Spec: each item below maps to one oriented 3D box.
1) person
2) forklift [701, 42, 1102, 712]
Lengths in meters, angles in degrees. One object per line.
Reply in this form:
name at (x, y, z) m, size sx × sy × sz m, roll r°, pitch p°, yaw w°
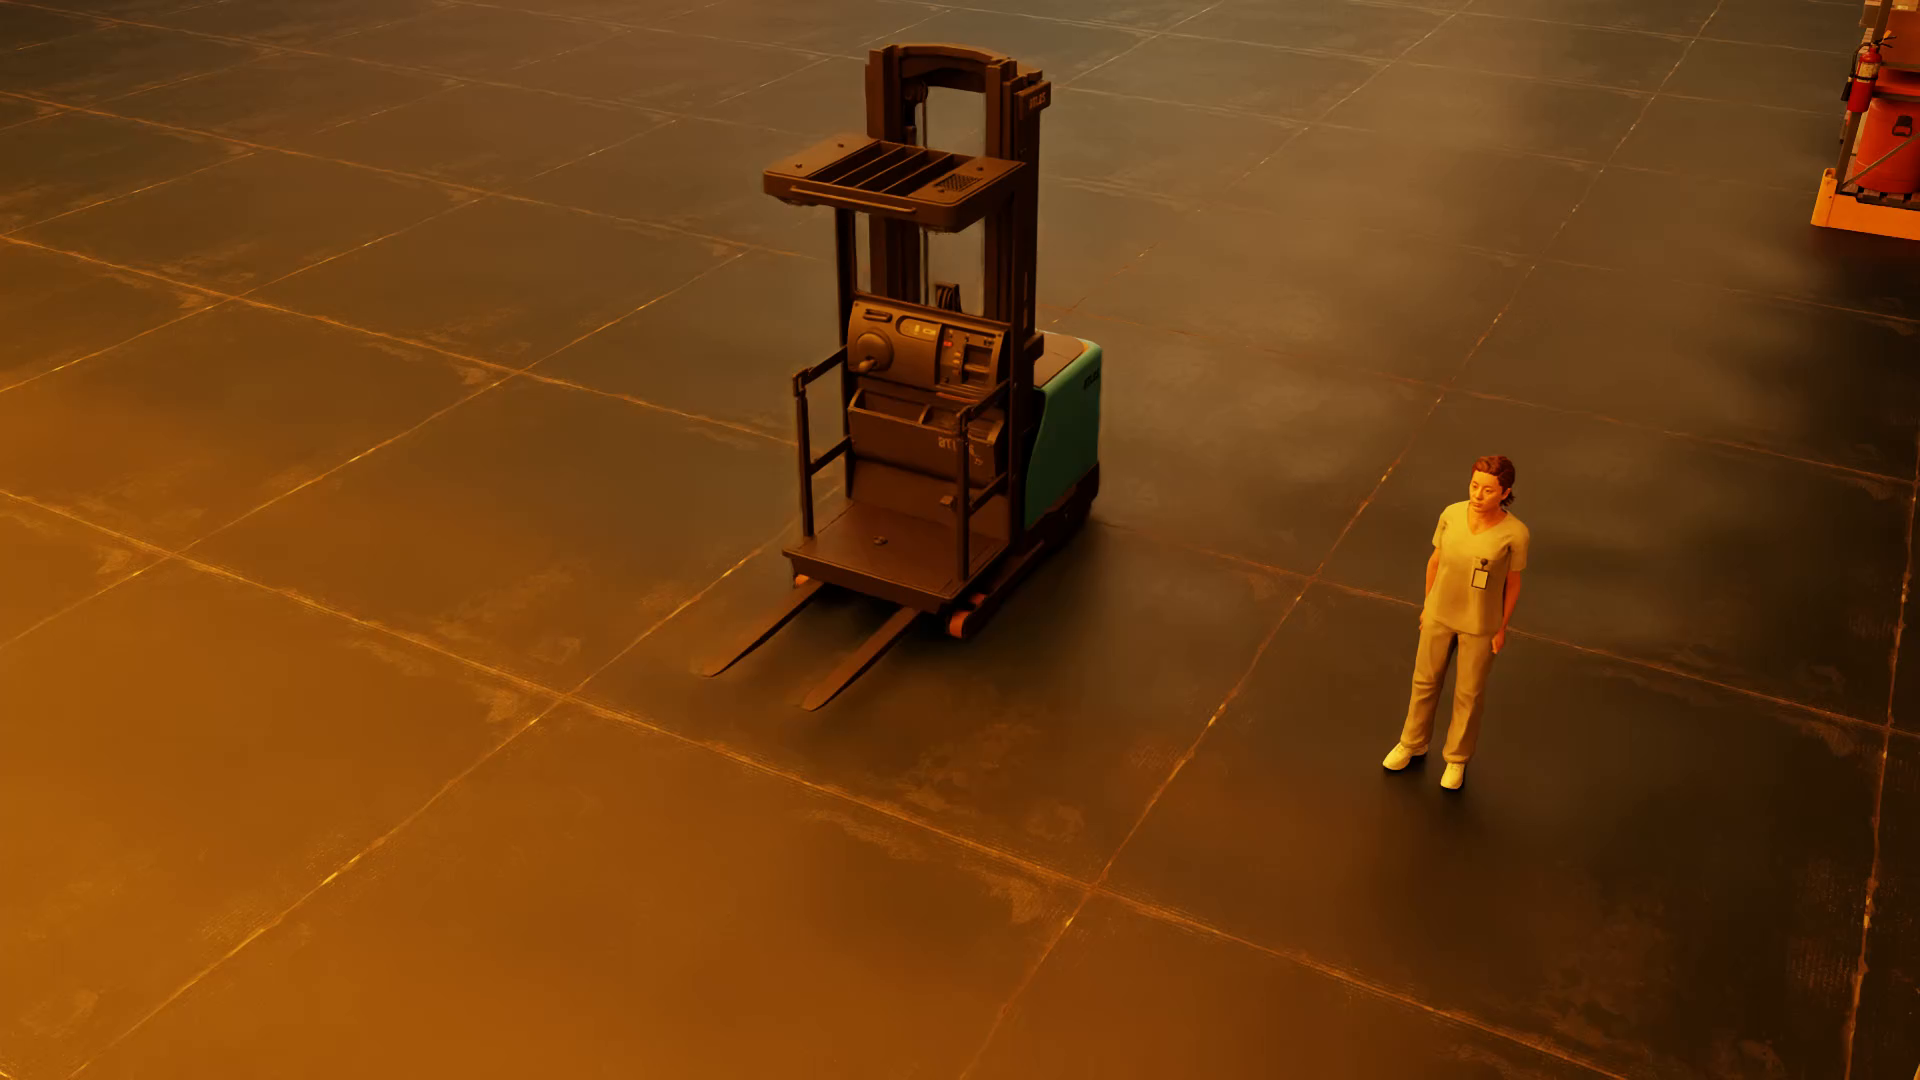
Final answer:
person at (2.324, 0.374, 7.683) m, size 0.437 × 1.671 × 0.382 m, roll 18°, pitch 35°, yaw 29°
forklift at (-0.290, -0.985, 8.777) m, size 1.130 × 2.935 × 3.031 m, roll 15°, pitch 33°, yaw 25°
